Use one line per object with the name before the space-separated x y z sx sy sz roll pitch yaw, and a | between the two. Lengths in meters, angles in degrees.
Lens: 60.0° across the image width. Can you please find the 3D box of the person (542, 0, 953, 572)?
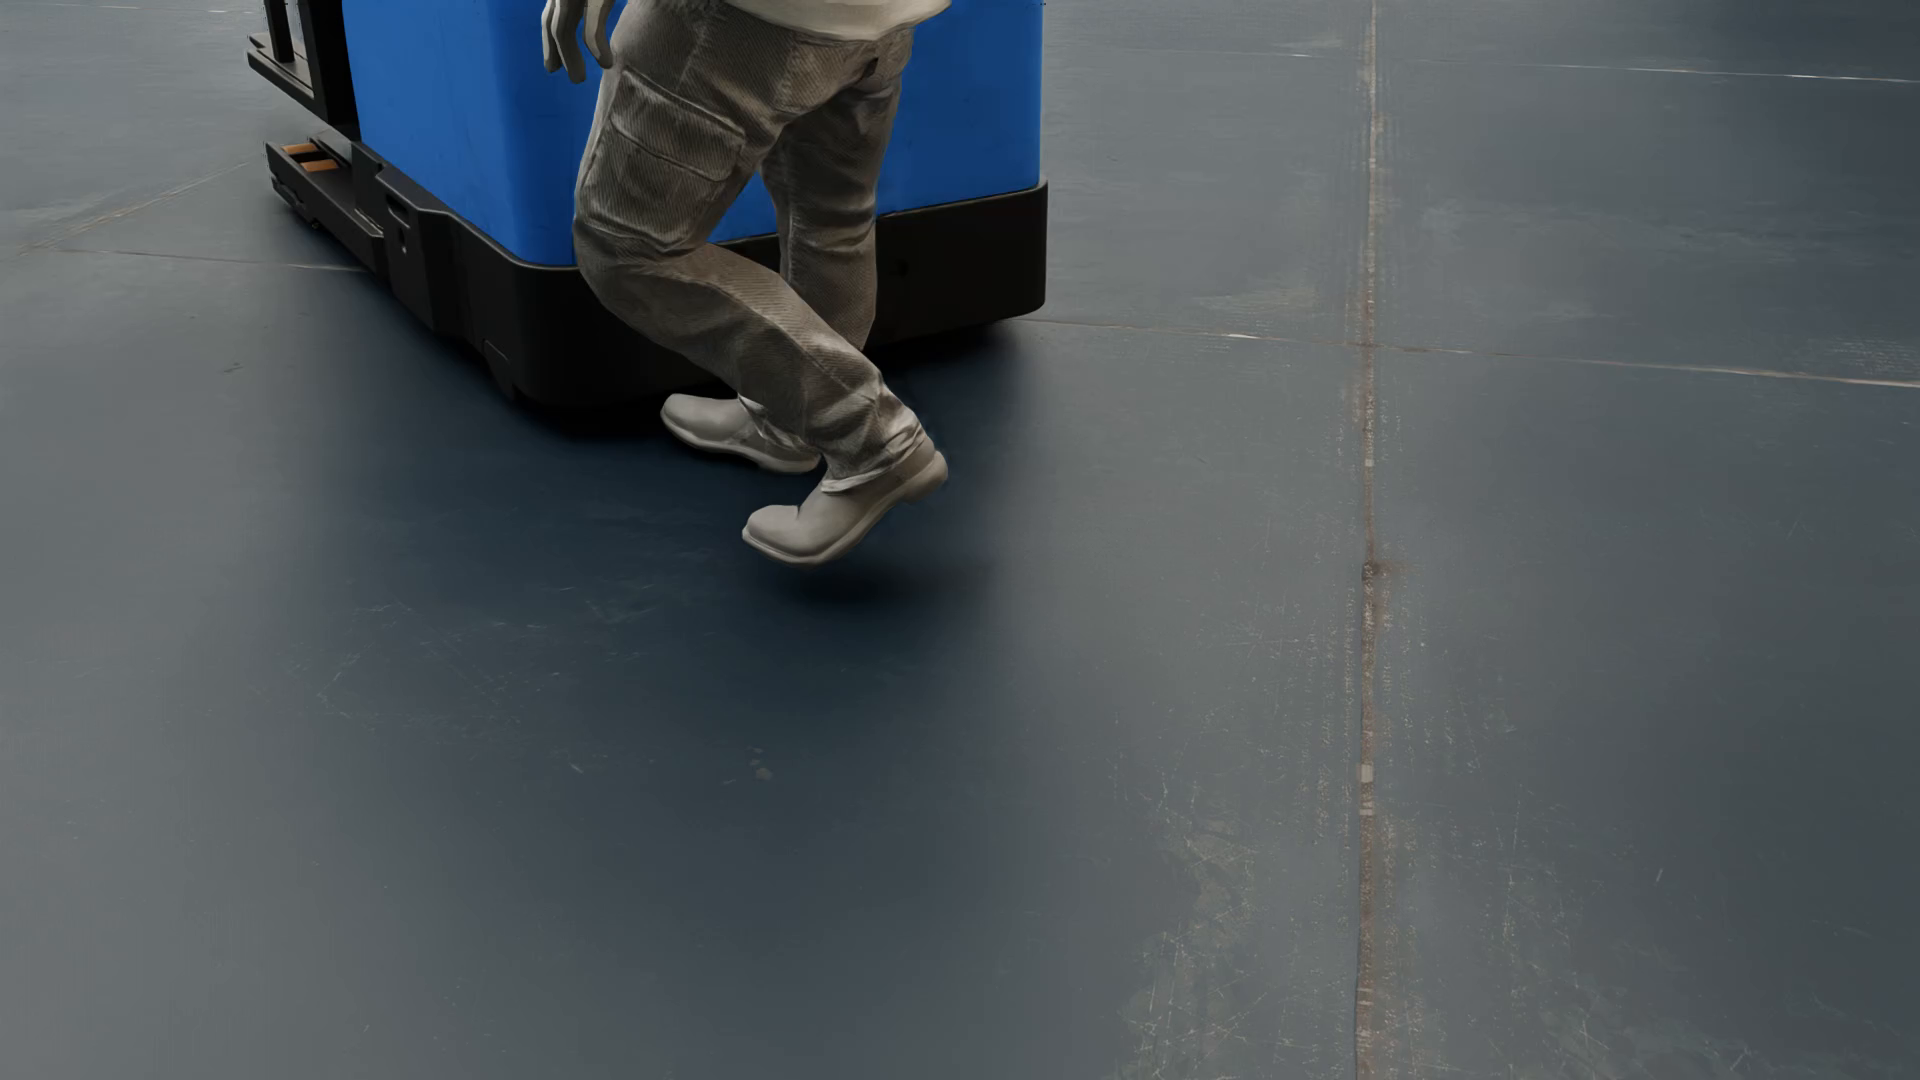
person | -0.300 -0.753 2.114 0.712 1.725 0.746 11 29 21

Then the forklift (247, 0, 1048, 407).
forklift | -1.049 -2.149 3.505 1.130 2.935 3.031 -16 31 -29
